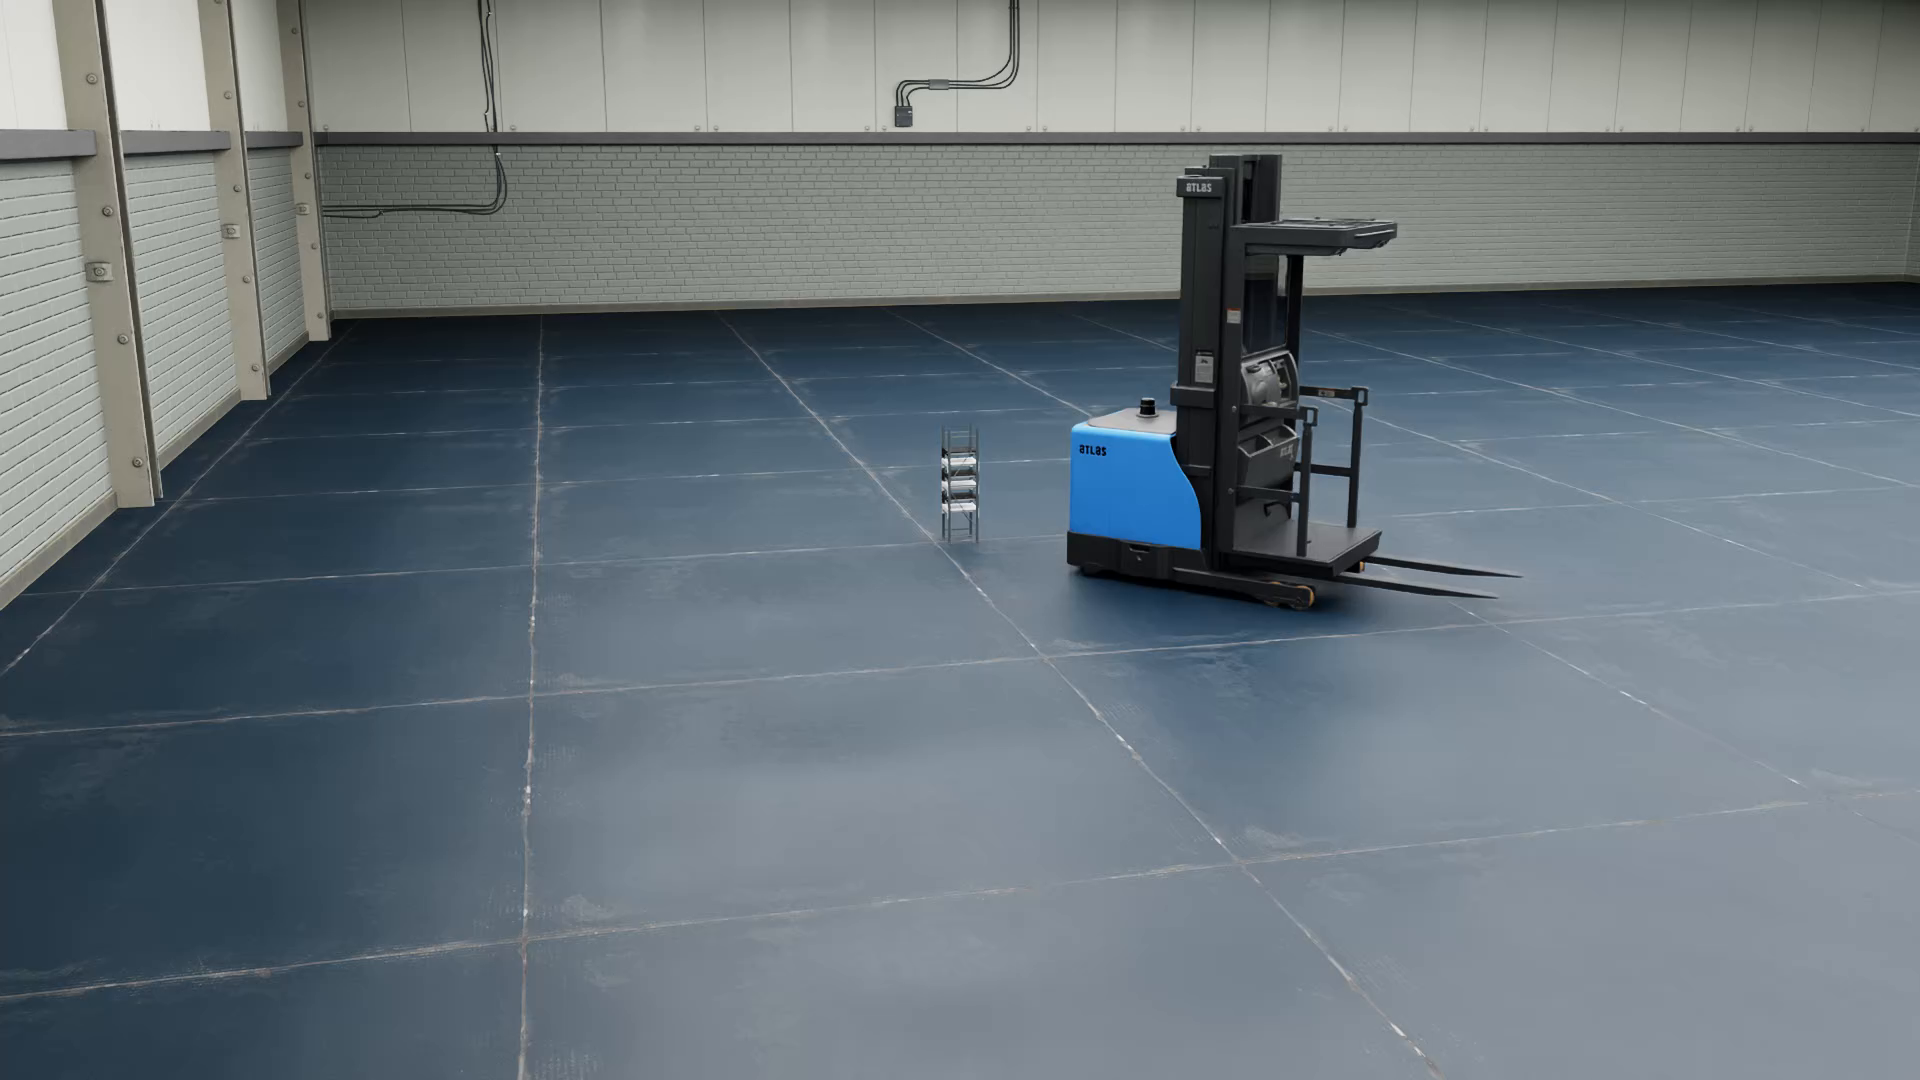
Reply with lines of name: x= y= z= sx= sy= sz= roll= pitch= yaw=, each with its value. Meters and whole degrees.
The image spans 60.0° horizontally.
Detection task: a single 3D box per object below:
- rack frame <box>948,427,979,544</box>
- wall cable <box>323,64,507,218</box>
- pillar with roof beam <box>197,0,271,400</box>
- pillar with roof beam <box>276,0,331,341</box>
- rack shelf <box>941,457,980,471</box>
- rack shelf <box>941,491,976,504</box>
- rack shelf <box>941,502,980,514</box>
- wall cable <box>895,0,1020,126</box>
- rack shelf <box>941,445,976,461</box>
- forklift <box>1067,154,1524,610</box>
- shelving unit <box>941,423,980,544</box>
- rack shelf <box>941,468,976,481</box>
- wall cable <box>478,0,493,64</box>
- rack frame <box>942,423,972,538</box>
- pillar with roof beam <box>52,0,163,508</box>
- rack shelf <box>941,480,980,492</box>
rack frame: x=0.026 y=-0.412 z=12.717 sx=0.240 sy=0.900 sz=0.006 roll=-3 pitch=14 yaw=-13
wall cable: x=-9.264 y=-6.708 z=27.964 sx=3.097 sy=2.526 sz=0.112 roll=-3 pitch=14 yaw=-13
pillar with roof beam: x=-4.263 y=-6.319 z=19.829 sx=9.100 sy=9.000 sz=0.400 roll=-3 pitch=14 yaw=-13
pillar with roof beam: x=-5.673 y=-7.703 z=25.495 sx=9.100 sy=9.000 sz=0.400 roll=-3 pitch=14 yaw=-13
rack shelf: x=0.002 y=-0.578 z=12.778 sx=0.258 sy=0.077 sz=0.200 roll=-3 pitch=14 yaw=-13
rack shelf: x=0.002 y=-0.315 z=12.842 sx=0.258 sy=0.077 sz=0.200 roll=-3 pitch=14 yaw=-13
rack shelf: x=0.002 y=-0.228 z=12.863 sx=0.258 sy=0.077 sz=0.200 roll=-3 pitch=14 yaw=-13
wall cable: x=-0.032 y=-10.394 z=29.343 sx=2.305 sy=6.003 sz=0.169 roll=-3 pitch=14 yaw=-13
rack shelf: x=0.002 y=-0.665 z=12.756 sx=0.258 sy=0.077 sz=0.200 roll=-3 pitch=14 yaw=-13
forklift: x=2.289 y=-1.101 z=11.256 sx=3.031 sy=2.935 sz=1.130 roll=8 pitch=16 yaw=31
shelving unit: x=0.002 y=-0.435 z=12.813 sx=0.258 sy=0.900 sz=0.210 roll=-3 pitch=14 yaw=-13
rack shelf: x=0.002 y=-0.490 z=12.799 sx=0.258 sy=0.077 sz=0.200 roll=-3 pitch=14 yaw=-13
wall cable: x=-6.634 y=-9.312 z=27.982 sx=3.097 sy=2.526 sz=0.112 roll=-3 pitch=14 yaw=-13
rack frame: x=-0.022 y=-0.459 z=12.909 sx=0.240 sy=0.900 sz=0.006 roll=-3 pitch=14 yaw=-13
pillar with roof beam: x=-2.854 y=-4.934 z=14.164 sx=9.100 sy=9.000 sz=0.400 roll=-3 pitch=14 yaw=-13
rack shelf: x=0.002 y=-0.403 z=12.820 sx=0.258 sy=0.077 sz=0.200 roll=-3 pitch=14 yaw=-13
